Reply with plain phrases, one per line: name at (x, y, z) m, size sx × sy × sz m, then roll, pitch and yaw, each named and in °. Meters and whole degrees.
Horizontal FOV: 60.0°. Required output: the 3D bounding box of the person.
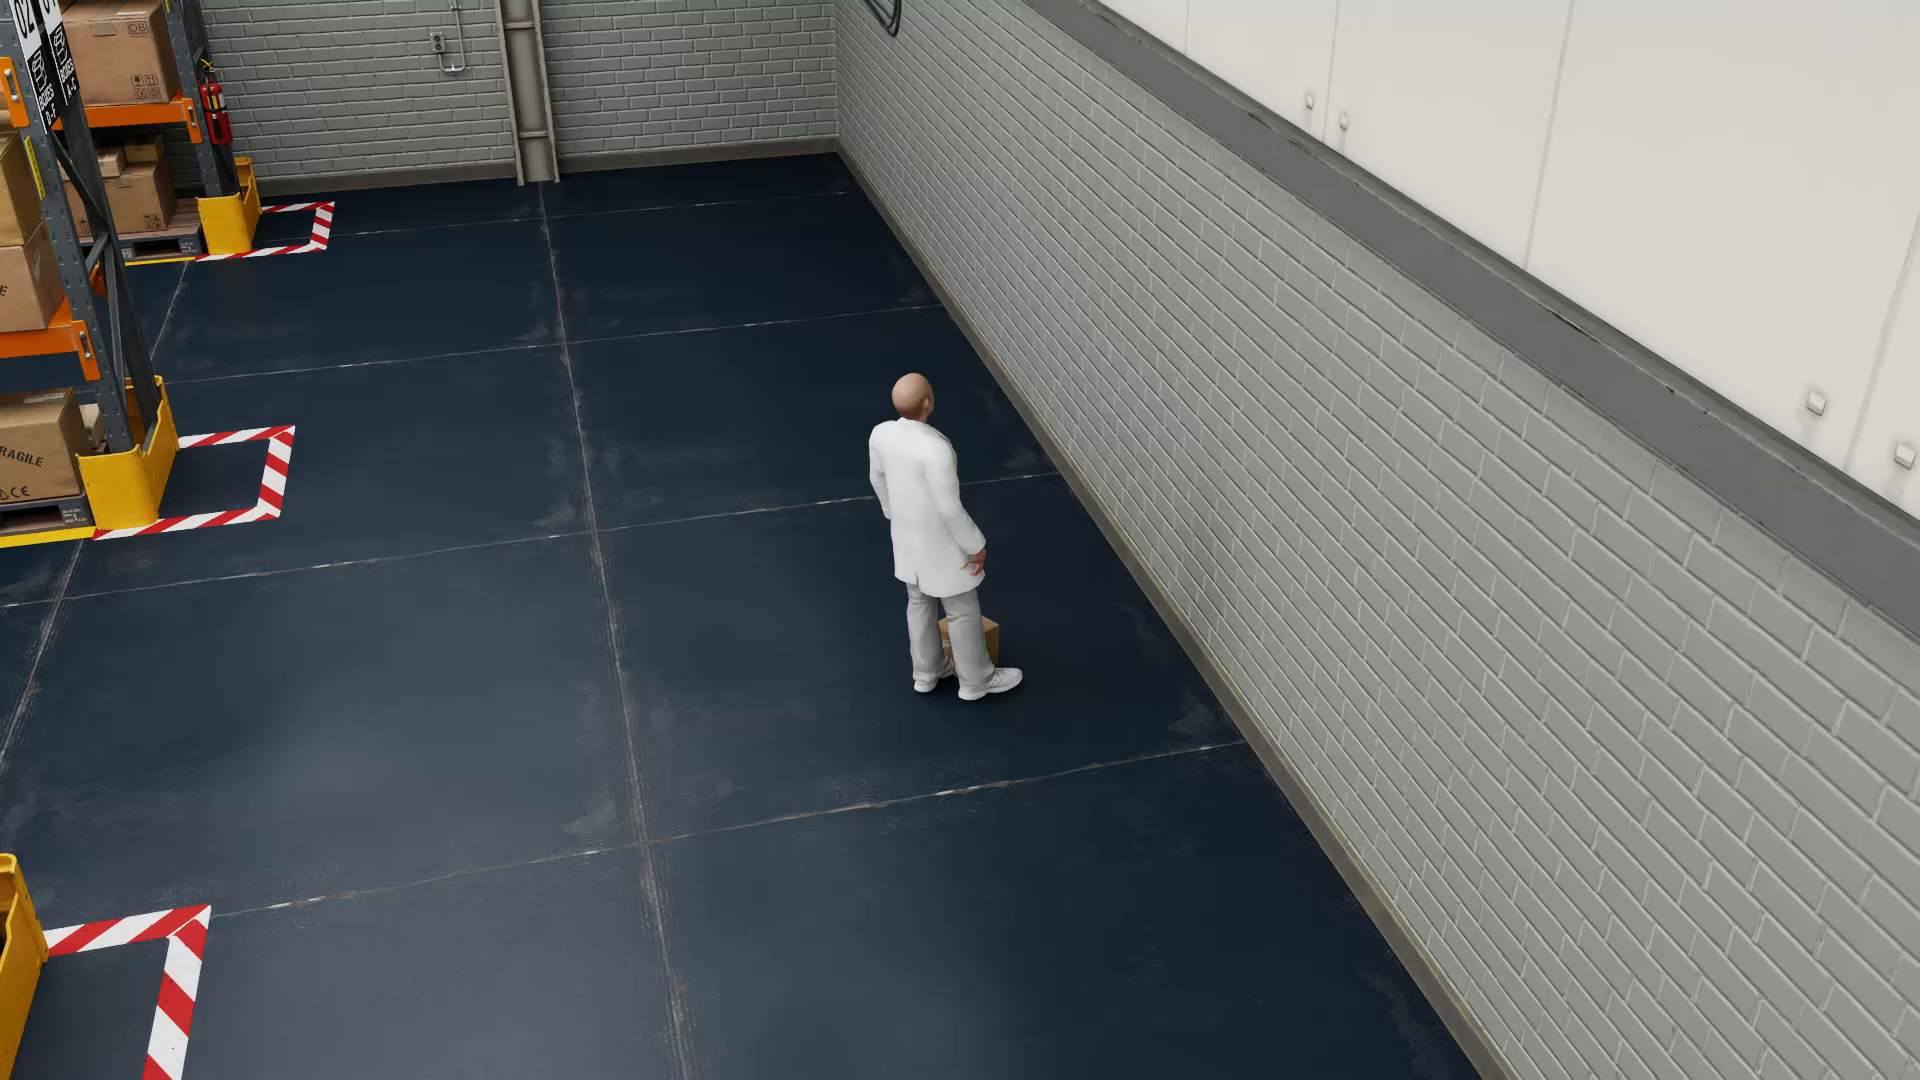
person at (-0.082, -0.042, 8.315) m, size 0.580 × 1.775 × 0.694 m, roll -26°, pitch 39°, yaw -37°
